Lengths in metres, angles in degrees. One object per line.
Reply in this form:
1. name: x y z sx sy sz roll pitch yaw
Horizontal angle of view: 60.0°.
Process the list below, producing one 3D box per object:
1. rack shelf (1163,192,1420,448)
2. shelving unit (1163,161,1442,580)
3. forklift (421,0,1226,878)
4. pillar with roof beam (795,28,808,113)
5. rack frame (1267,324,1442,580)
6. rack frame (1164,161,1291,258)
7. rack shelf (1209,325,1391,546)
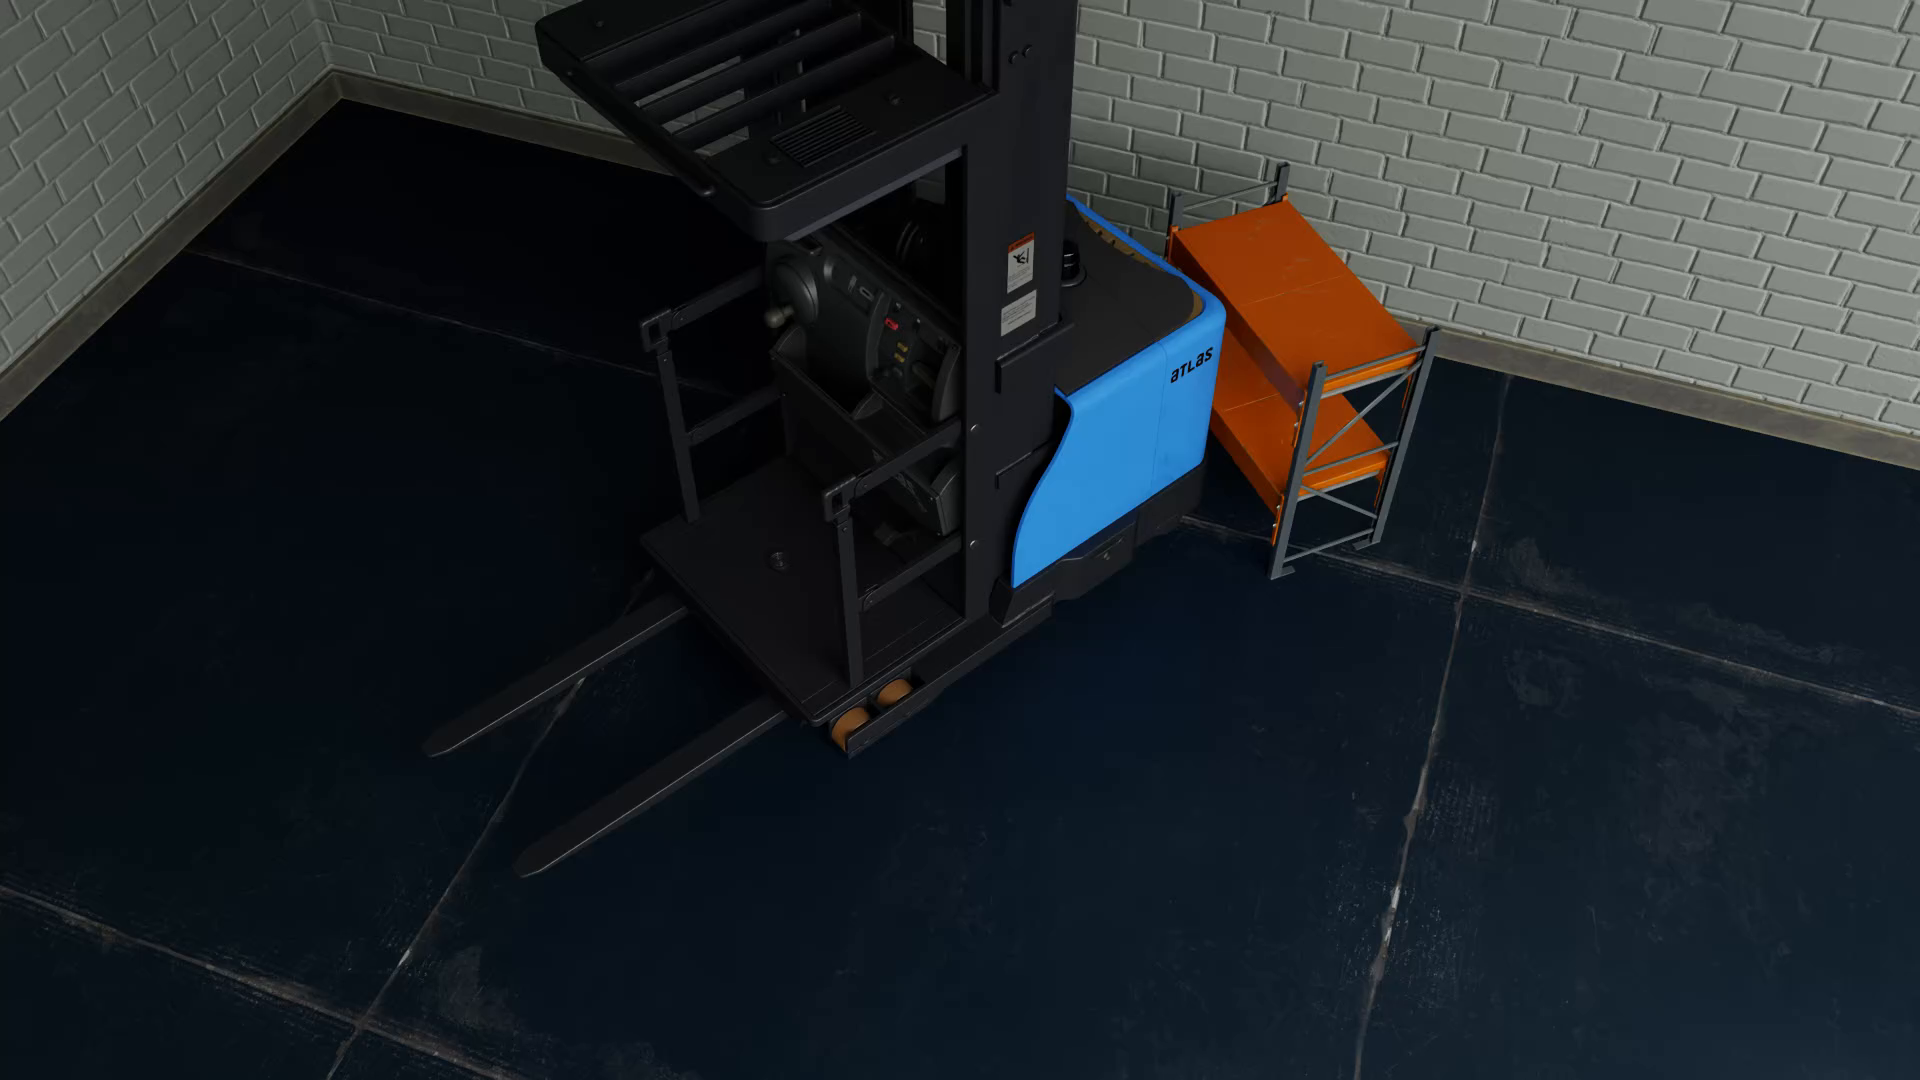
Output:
1. rack shelf: 1.233 -0.841 6.214 0.538 0.278 1.000 -18 51 -15
2. shelving unit: 1.233 -0.649 6.435 0.538 1.125 1.048 -18 51 -15
3. forklift: -0.481 -0.652 5.242 3.031 2.935 1.130 -33 57 -25
4. pillar with roof beam: -1.943 -1.320 1.806 0.400 9.000 9.100 16 51 13
5. rack frame: 1.434 -0.297 6.129 0.500 1.125 0.032 -18 51 -15
6. rack frame: 1.032 -1.002 6.741 0.500 1.125 0.032 -18 51 -15
7. rack shelf: 1.233 -0.489 6.620 0.538 0.278 1.000 -18 51 -15
